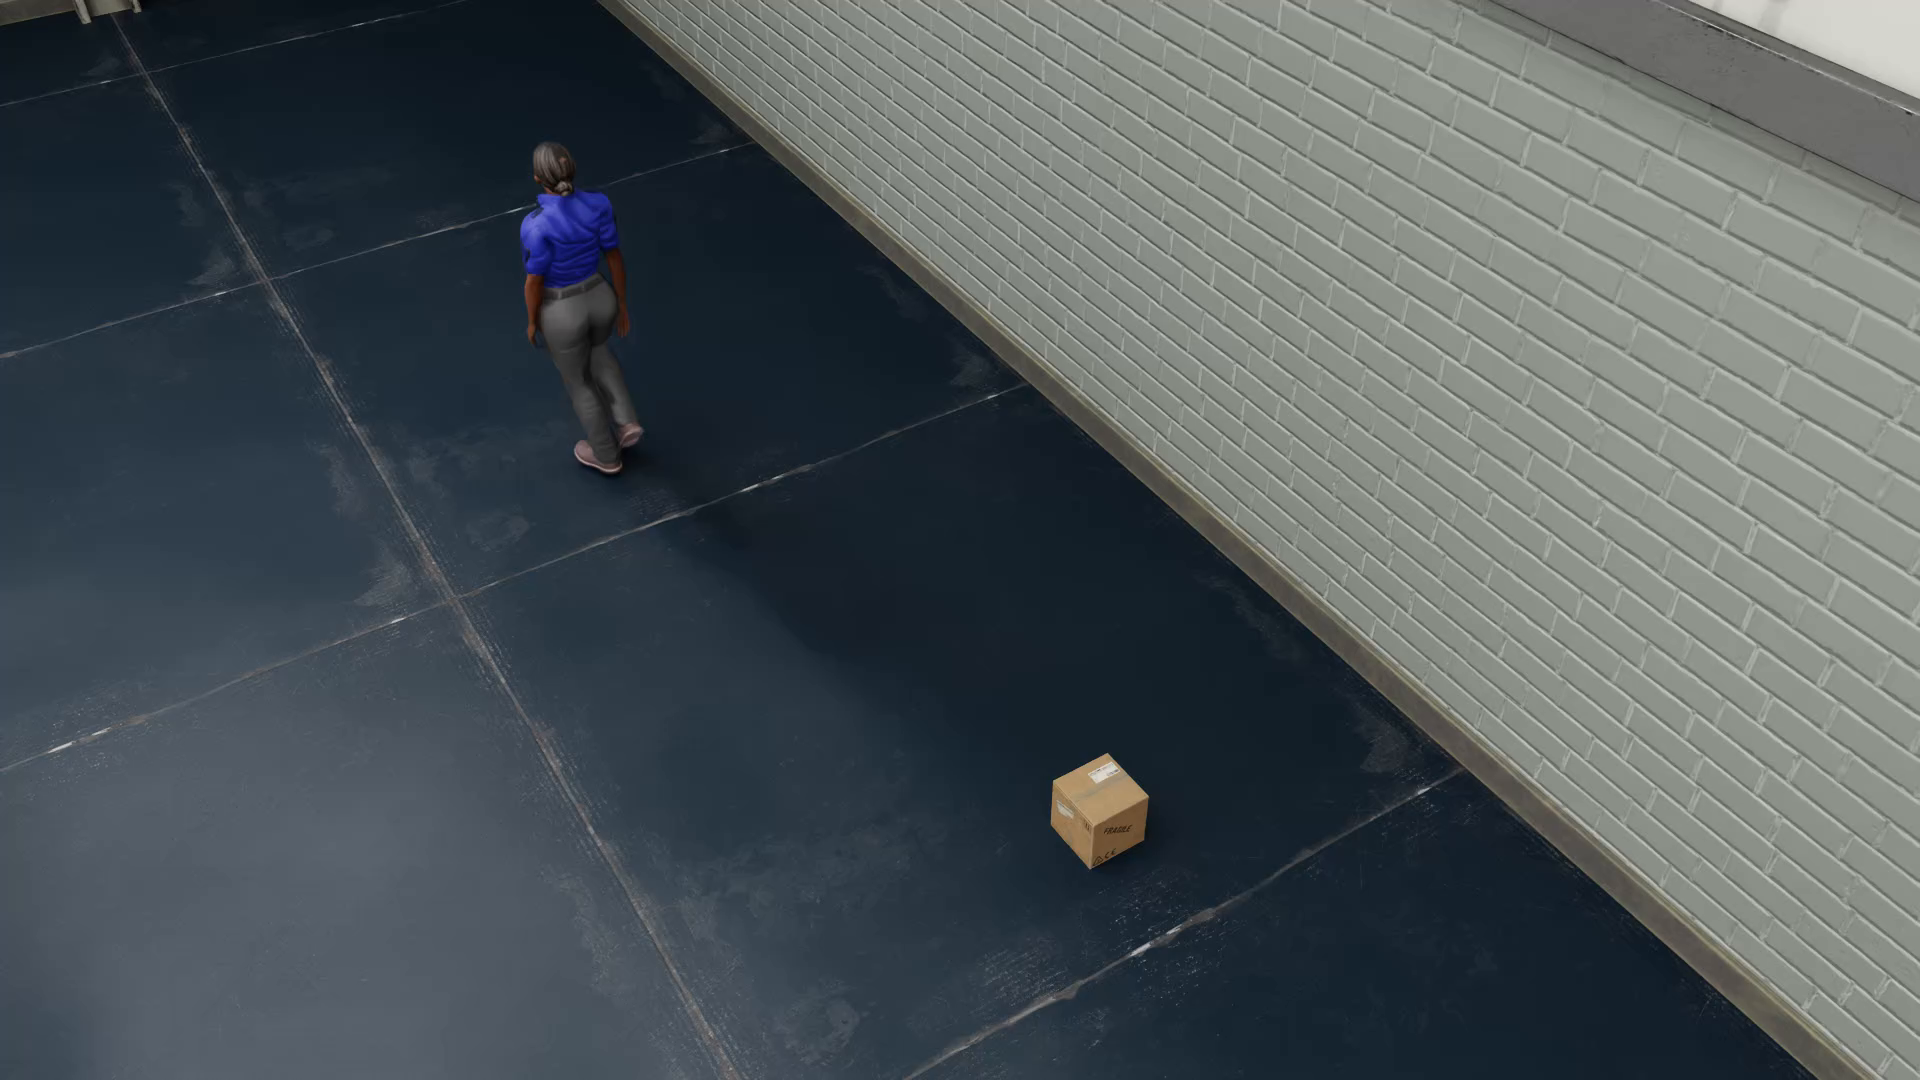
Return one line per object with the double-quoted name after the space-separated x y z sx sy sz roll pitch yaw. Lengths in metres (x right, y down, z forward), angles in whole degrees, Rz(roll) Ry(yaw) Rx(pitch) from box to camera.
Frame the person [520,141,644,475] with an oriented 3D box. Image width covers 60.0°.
-1.708 -1.008 7.315 0.408 1.660 0.441 32 50 31 "person"
